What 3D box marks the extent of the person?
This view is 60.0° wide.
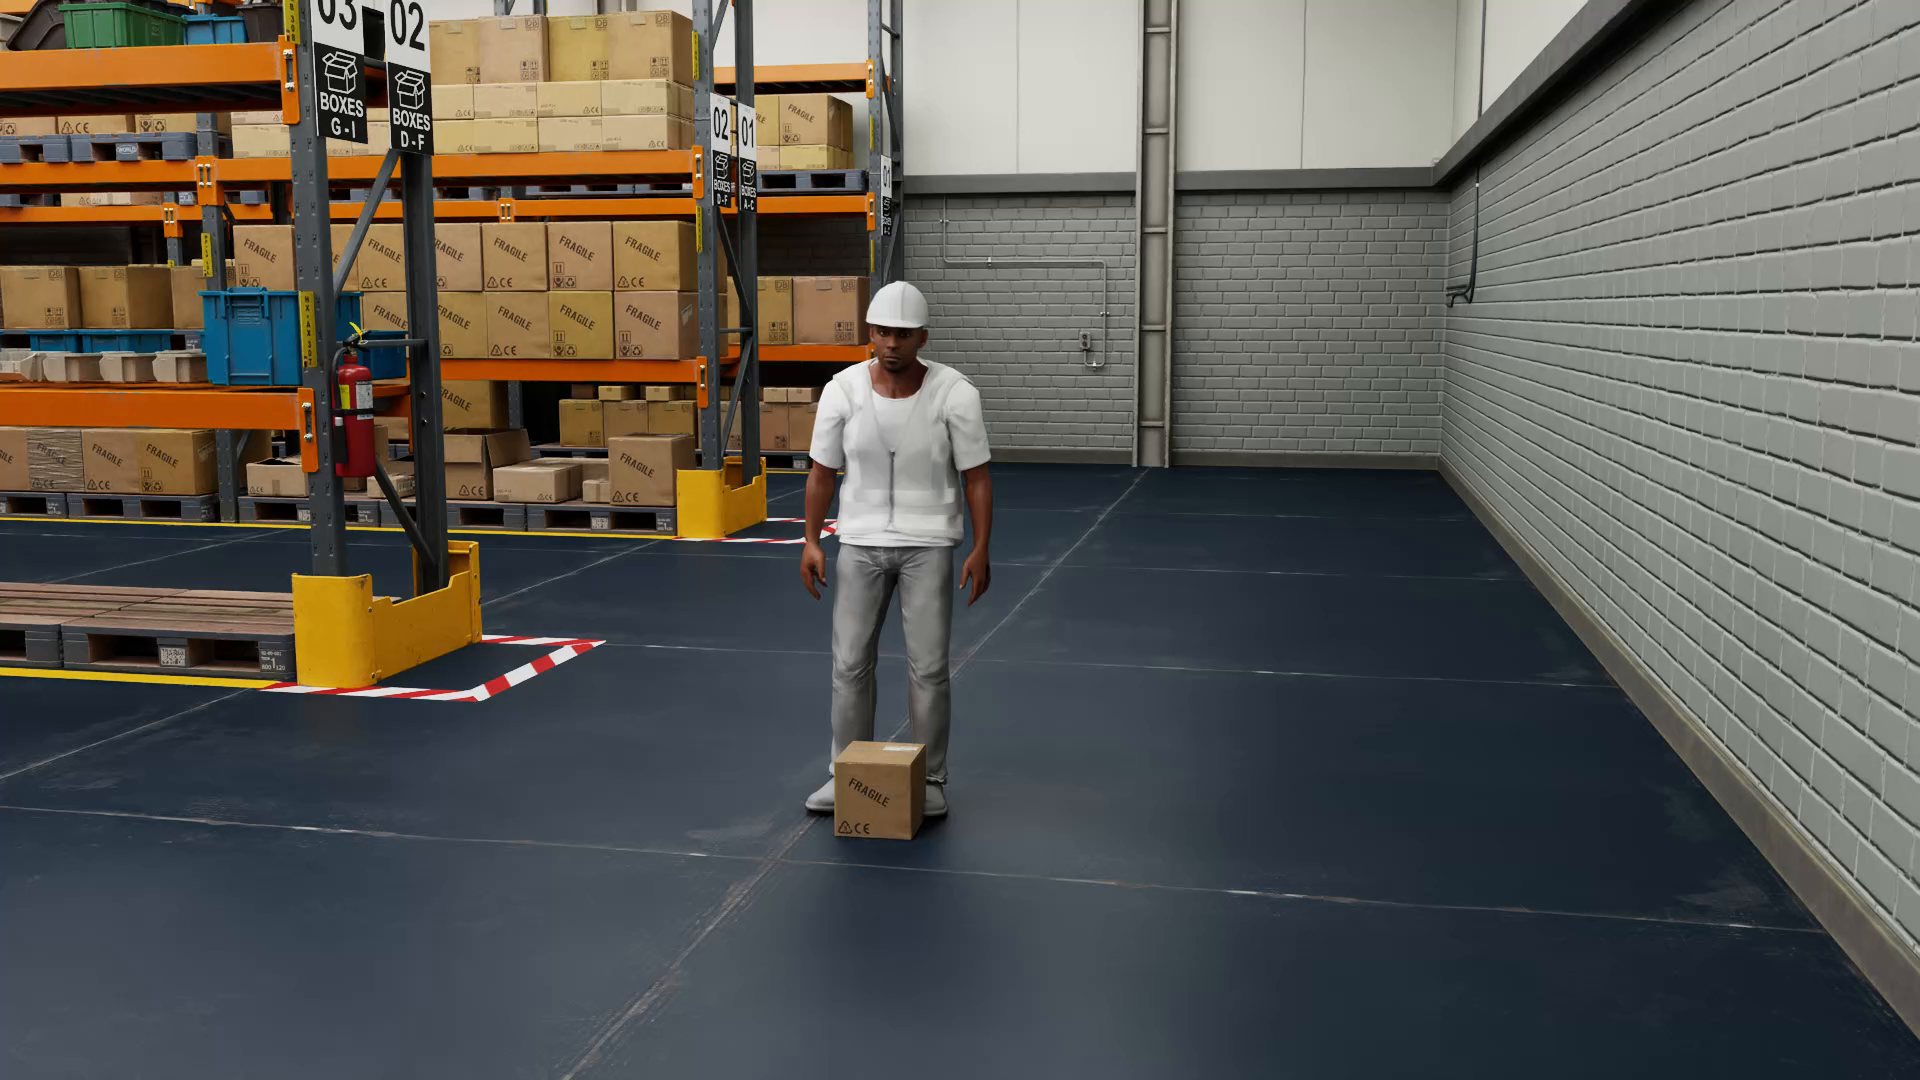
[{"bbox_3d":[-0.211,0.032,5.513,0.636,1.761,0.454,1,8,8],"label":"person"}]
